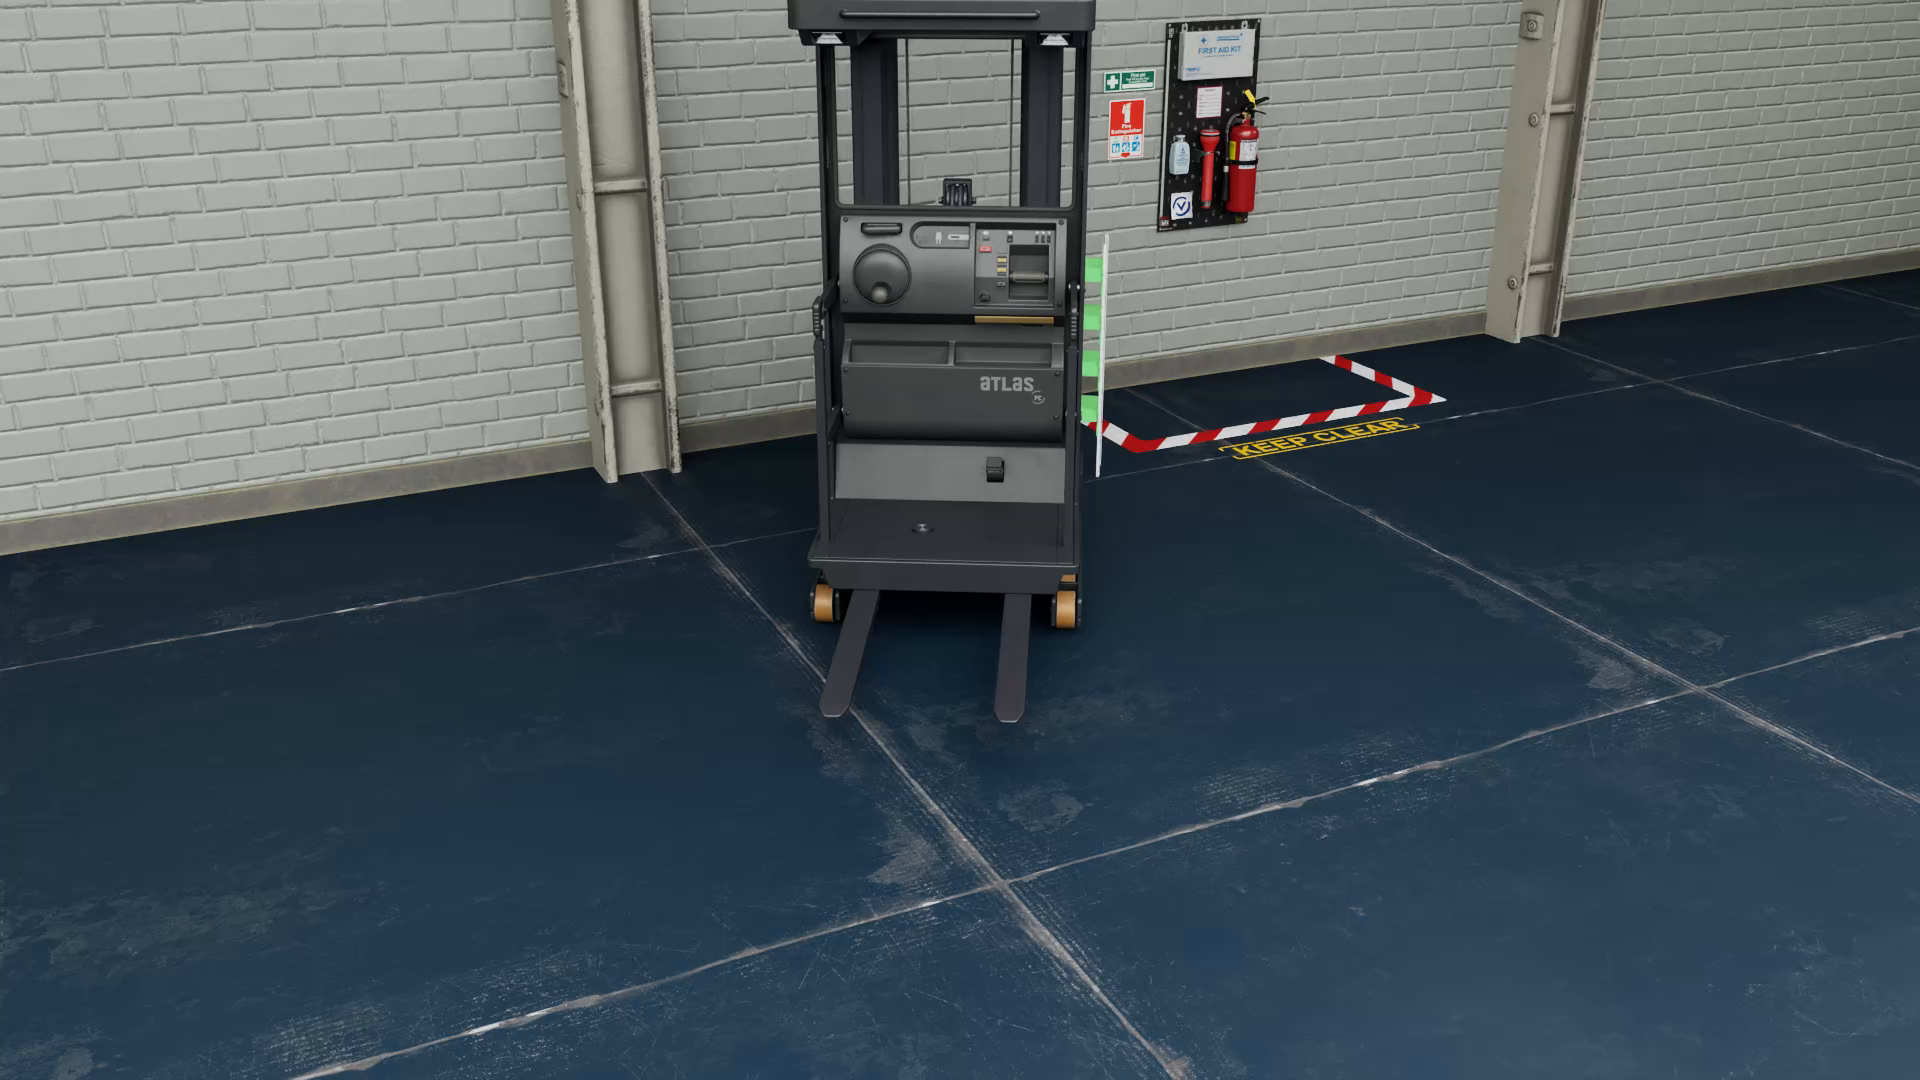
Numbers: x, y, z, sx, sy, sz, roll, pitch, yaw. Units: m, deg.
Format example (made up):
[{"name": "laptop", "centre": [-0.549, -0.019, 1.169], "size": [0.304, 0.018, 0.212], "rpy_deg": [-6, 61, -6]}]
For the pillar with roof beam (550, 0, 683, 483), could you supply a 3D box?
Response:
[{"name": "pillar with roof beam", "centre": [0.187, -3.049, 3.350], "size": [0.400, 9.000, 9.100], "rpy_deg": [-10, 25, -24]}]

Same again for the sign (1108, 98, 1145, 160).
[{"name": "sign", "centre": [0.940, -2.320, 9.385], "size": [0.234, 0.329, 0.001], "rpy_deg": [-10, 25, -24]}]

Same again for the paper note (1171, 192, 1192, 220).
[{"name": "paper note", "centre": [1.293, -1.947, 9.683], "size": [0.142, 0.148, 0.016], "rpy_deg": [-10, 25, -24]}]

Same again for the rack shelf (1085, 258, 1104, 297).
[{"name": "rack shelf", "centre": [0.477, -1.319, 8.279], "size": [0.480, 0.148, 0.258], "rpy_deg": [3, 23, 6]}]

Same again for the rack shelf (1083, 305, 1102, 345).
[{"name": "rack shelf", "centre": [0.477, -1.097, 8.370], "size": [0.480, 0.148, 0.258], "rpy_deg": [3, 23, 6]}]

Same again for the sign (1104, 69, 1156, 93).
[{"name": "sign", "centre": [0.948, -2.562, 9.278], "size": [0.331, 0.109, 0.001], "rpy_deg": [-10, 25, -24]}]

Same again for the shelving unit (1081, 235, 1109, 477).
[{"name": "shelving unit", "centre": [0.477, -0.934, 8.438], "size": [0.503, 1.200, 0.258], "rpy_deg": [3, 23, 6]}]

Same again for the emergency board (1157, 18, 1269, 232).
[{"name": "emergency board", "centre": [1.483, -2.359, 9.528], "size": [0.643, 1.169, 0.194], "rpy_deg": [-10, 25, -24]}]

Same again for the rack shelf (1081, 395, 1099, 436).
[{"name": "rack shelf", "centre": [0.477, -0.653, 8.554], "size": [0.480, 0.148, 0.258], "rpy_deg": [3, 23, 6]}]

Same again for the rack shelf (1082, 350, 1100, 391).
[{"name": "rack shelf", "centre": [0.477, -0.875, 8.462], "size": [0.480, 0.148, 0.258], "rpy_deg": [3, 23, 6]}]

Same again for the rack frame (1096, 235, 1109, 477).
[{"name": "rack frame", "centre": [0.719, -0.923, 8.410], "size": [0.015, 1.200, 0.240], "rpy_deg": [3, 23, 6]}]

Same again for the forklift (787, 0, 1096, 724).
[{"name": "forklift", "centre": [-0.041, -1.114, 6.608], "size": [1.130, 2.935, 3.031], "rpy_deg": [1, 23, 3]}]

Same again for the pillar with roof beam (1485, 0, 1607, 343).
[{"name": "pillar with roof beam", "centre": [5.593, -4.044, 5.755], "size": [0.400, 9.000, 9.100], "rpy_deg": [-10, 25, -24]}]
